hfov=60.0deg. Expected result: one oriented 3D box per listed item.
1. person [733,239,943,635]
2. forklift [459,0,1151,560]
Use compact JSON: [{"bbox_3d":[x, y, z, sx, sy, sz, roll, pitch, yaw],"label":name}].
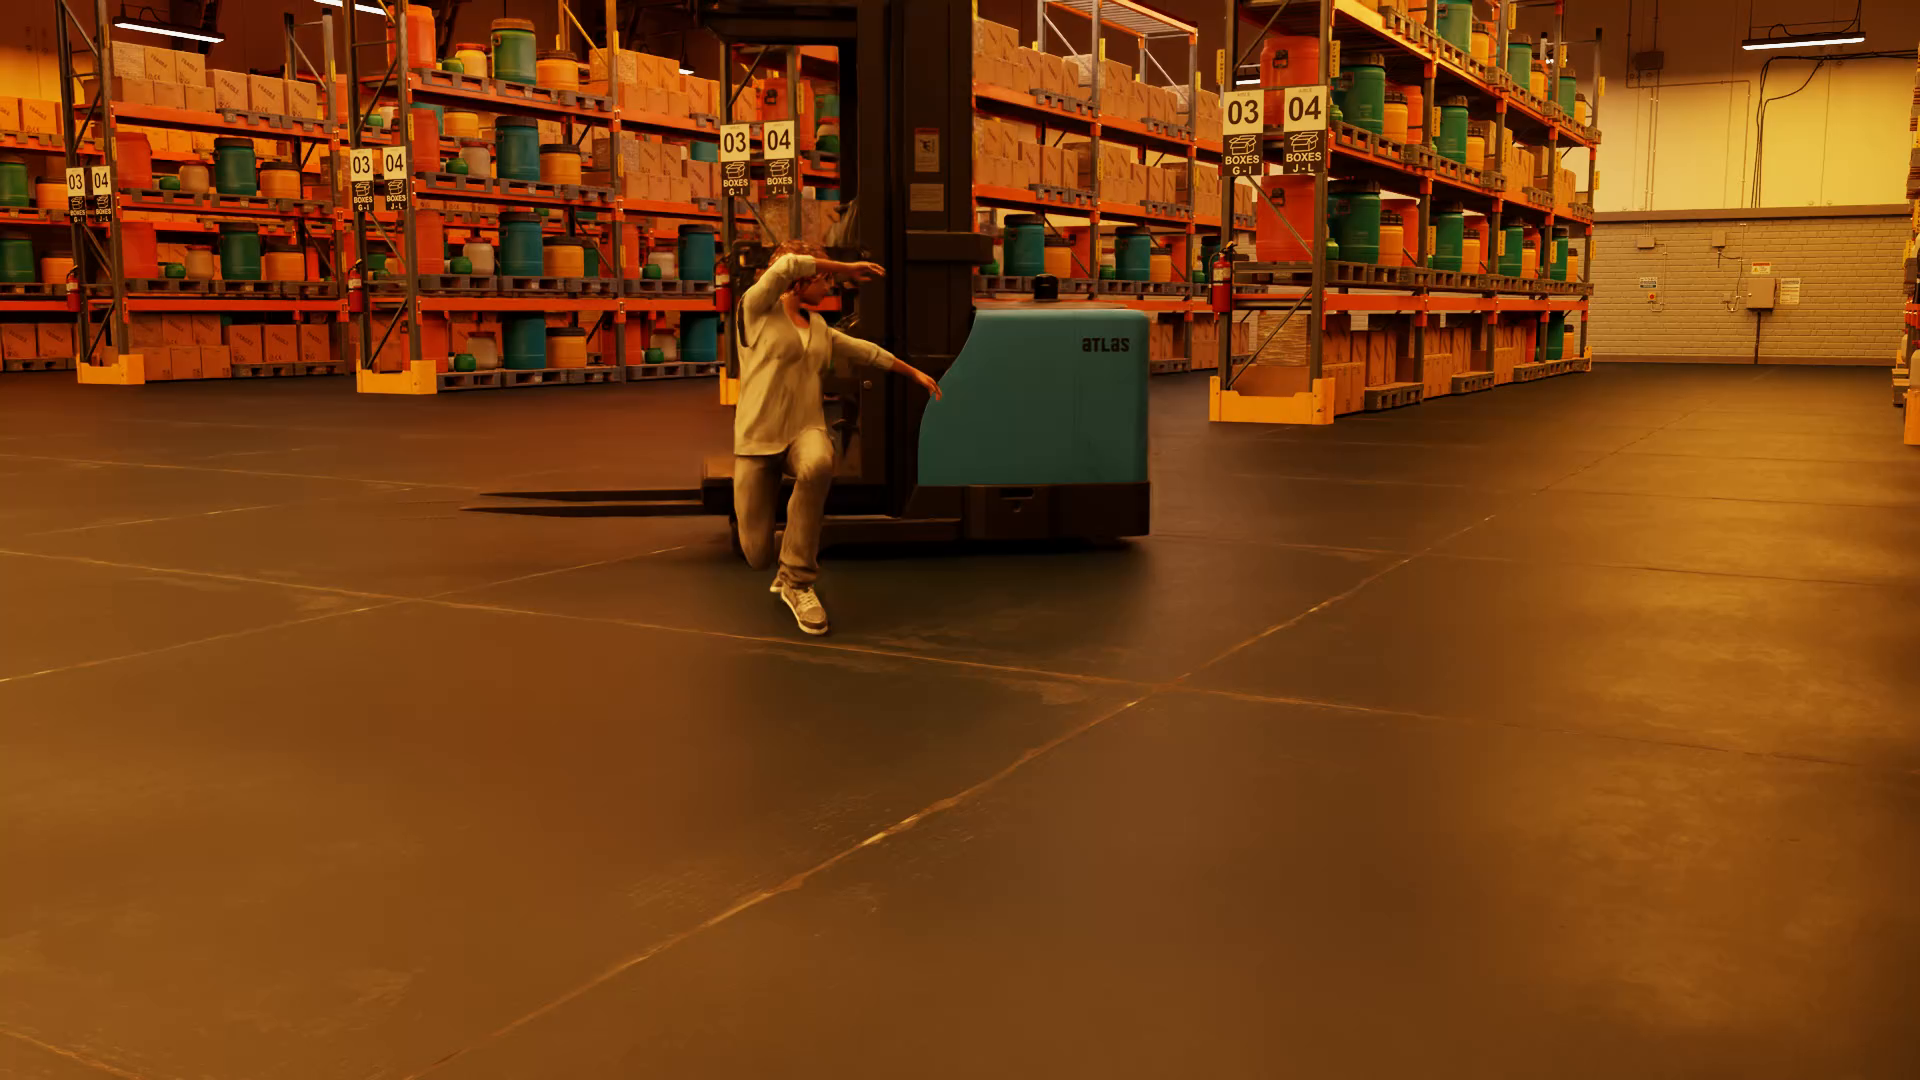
[{"bbox_3d":[-0.383,-0.396,5.887,0.843,1.308,0.859,-2,8,-17],"label":"person"},{"bbox_3d":[-0.704,-1.440,7.525,3.031,2.935,1.130,-1,8,-8],"label":"forklift"}]
